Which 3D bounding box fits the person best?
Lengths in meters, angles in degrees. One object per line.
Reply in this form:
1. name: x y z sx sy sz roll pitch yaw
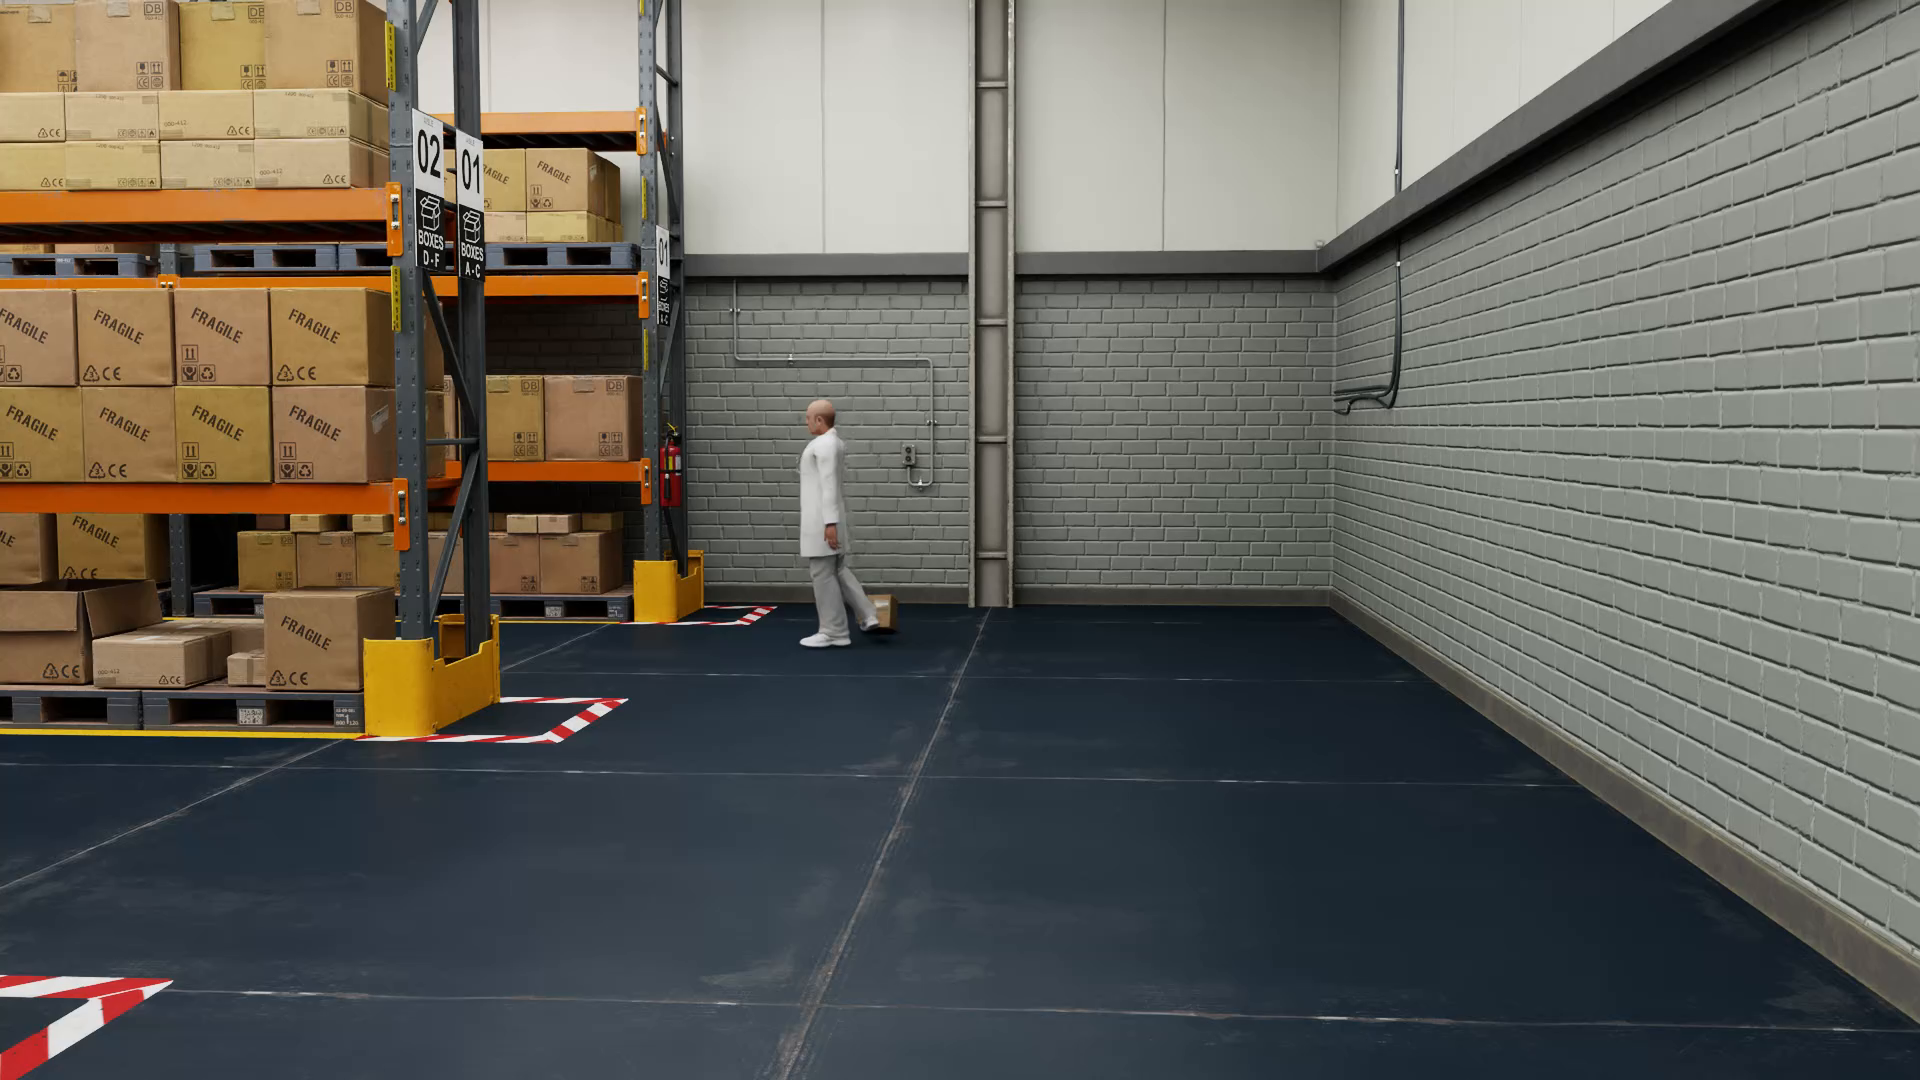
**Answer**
1. person: -0.878 -0.125 12.026 0.558 1.770 0.789 1 4 9
